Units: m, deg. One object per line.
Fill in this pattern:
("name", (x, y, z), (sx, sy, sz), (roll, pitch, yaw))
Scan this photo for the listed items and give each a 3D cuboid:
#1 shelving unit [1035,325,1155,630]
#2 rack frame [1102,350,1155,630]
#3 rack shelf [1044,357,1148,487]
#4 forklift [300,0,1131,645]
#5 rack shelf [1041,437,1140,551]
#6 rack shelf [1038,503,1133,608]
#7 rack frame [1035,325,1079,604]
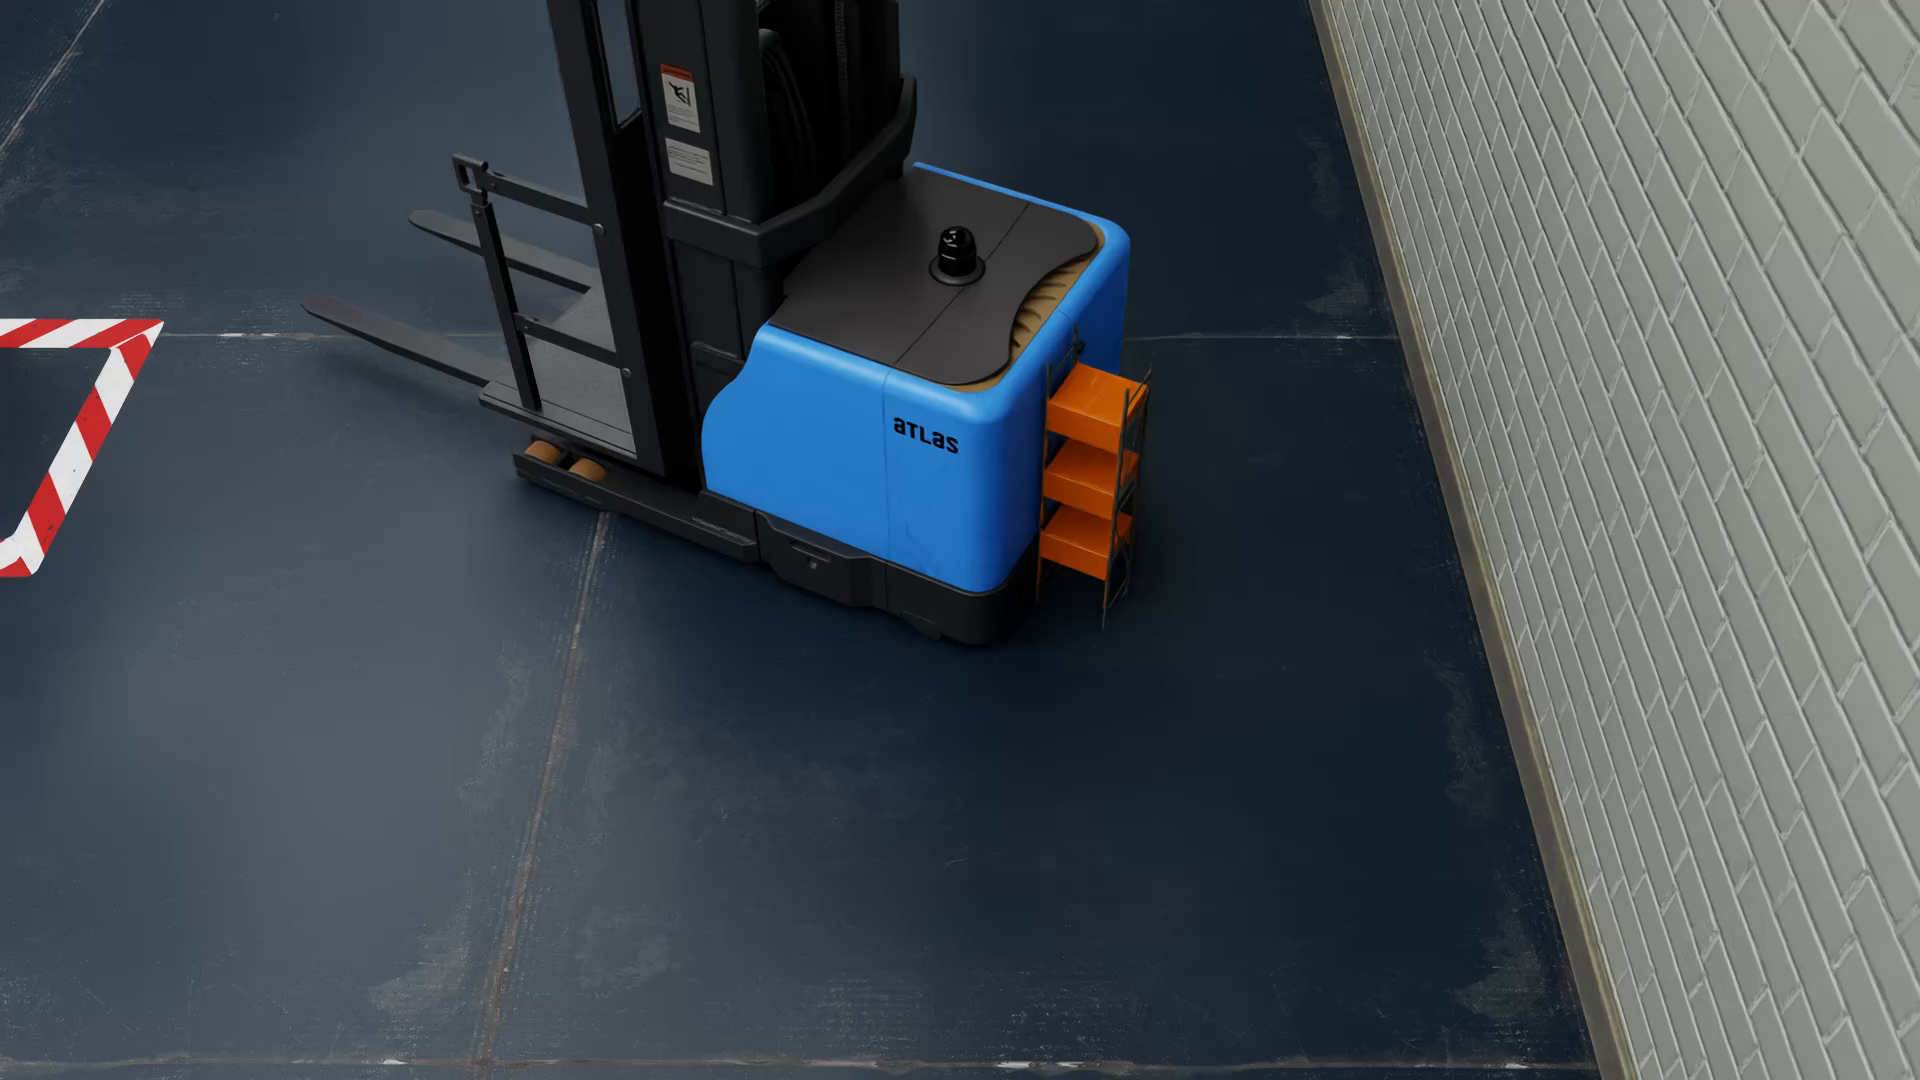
("shelving unit", (0.409, -0.169, 5.190), (0.252, 1.050, 0.215), (21, 50, 18))
("rack frame", (0.517, -0.128, 5.152), (0.008, 1.050, 0.200), (21, 50, 18))
("rack shelf", (0.409, -0.355, 4.990), (0.240, 0.259, 0.215), (21, 50, 18))
("forklift", (-0.997, -1.440, 5.088), (3.031, 2.935, 1.130), (21, 50, 18))
("rack shelf", (0.409, -0.162, 5.198), (0.240, 0.259, 0.215), (21, 50, 18))
("rack shelf", (0.409, 0.027, 5.401), (0.240, 0.259, 0.215), (21, 50, 18))
("rack frame", (0.301, -0.211, 5.229), (0.008, 1.050, 0.200), (21, 50, 18))
